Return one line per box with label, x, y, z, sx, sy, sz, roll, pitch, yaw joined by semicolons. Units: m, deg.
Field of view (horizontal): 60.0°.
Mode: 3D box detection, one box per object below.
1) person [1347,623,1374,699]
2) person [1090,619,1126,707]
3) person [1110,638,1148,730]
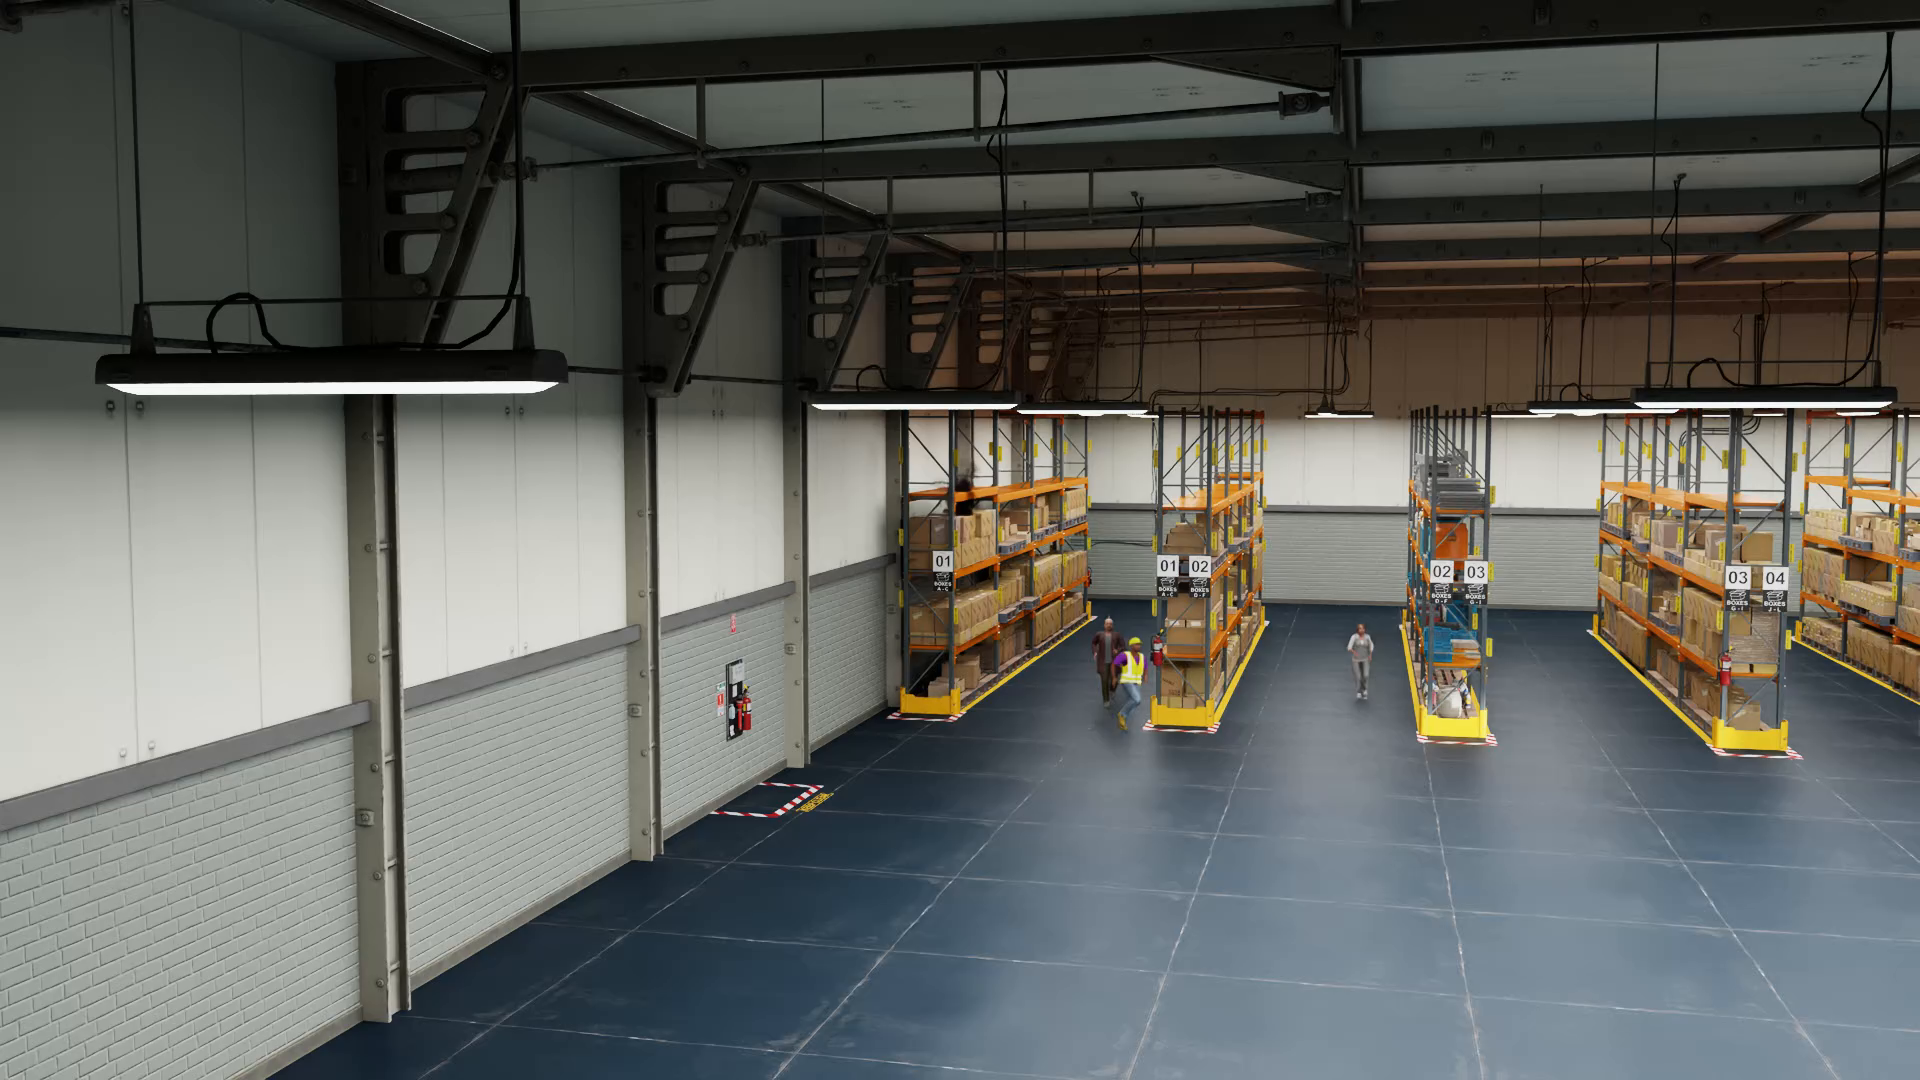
person;8.214;2.485;34.079;0.541;1.568;0.604;1;4;8
person;2.975;2.452;33.420;0.720;1.746;0.913;0;4;6
person;3.210;2.660;30.767;0.737;1.697;0.609;-3;5;-32
